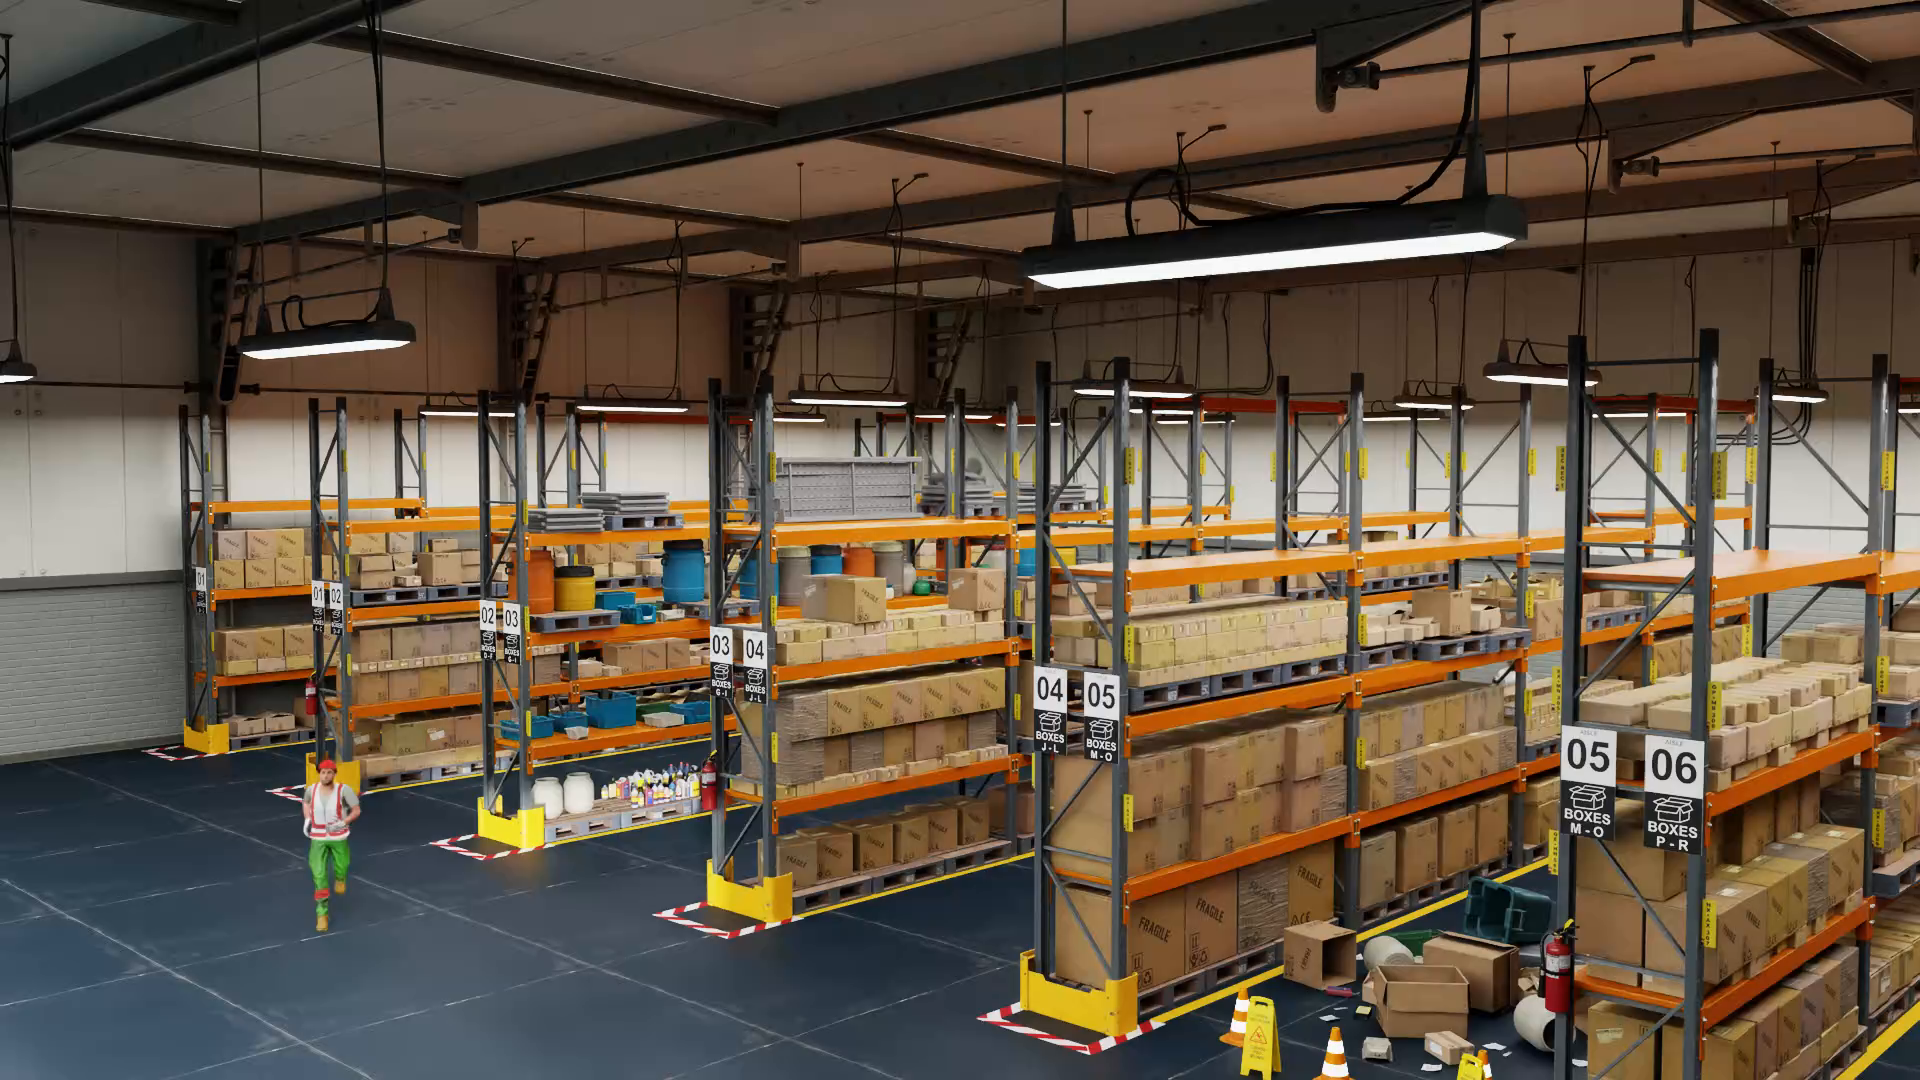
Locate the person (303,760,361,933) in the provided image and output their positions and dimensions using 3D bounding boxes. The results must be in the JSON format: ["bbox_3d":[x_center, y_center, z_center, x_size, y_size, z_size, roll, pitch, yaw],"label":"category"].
[{"bbox_3d":[-6.954,3.316,18.412,0.626,1.801,1.150,-1,3,-15],"label":"person"}]

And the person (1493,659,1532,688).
[{"bbox_3d":[9.747,2.798,29.256,0.667,1.633,0.605,0,3,9],"label":"person"}]

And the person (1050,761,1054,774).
[{"bbox_3d":[1.598,2.966,25.221,0.635,1.817,0.811,3,4,40],"label":"person"}]
